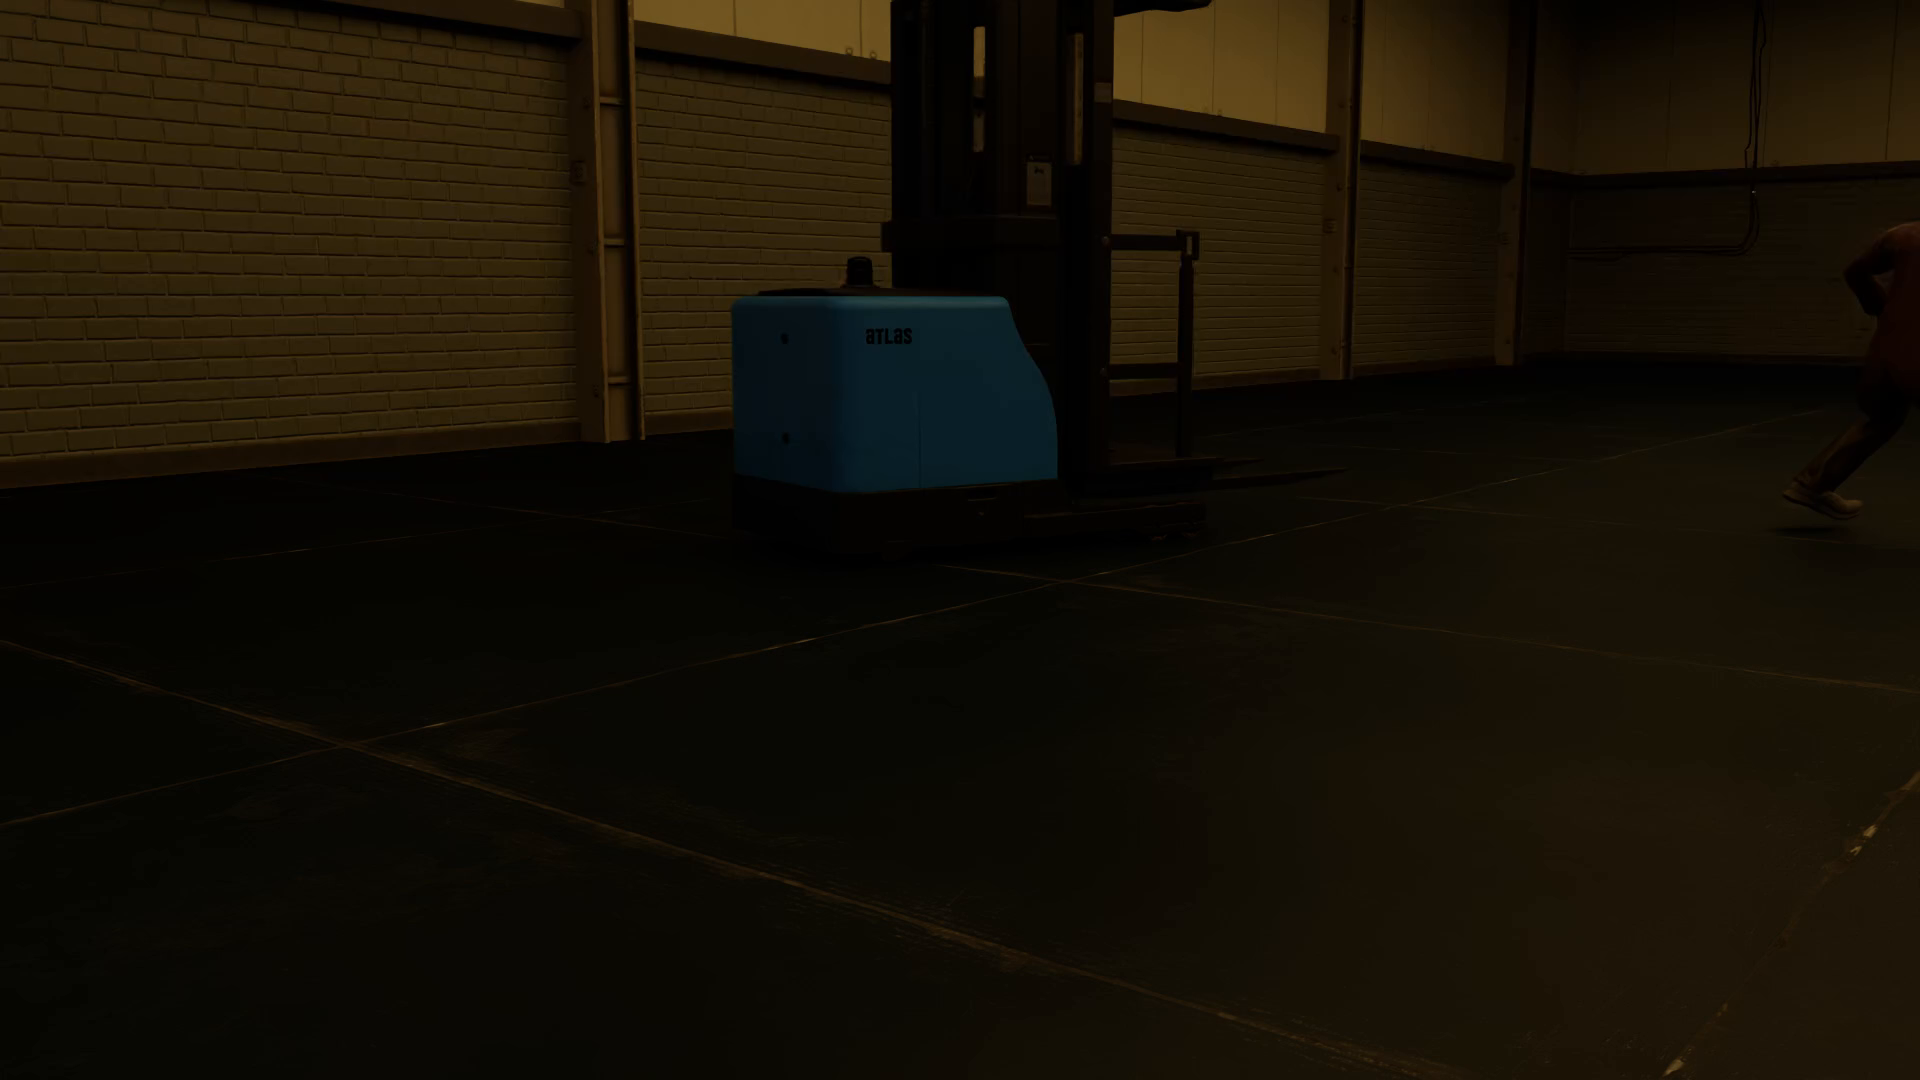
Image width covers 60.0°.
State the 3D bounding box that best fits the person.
[{"bbox_3d":[4.275,-0.741,7.226,0.618,1.713,1.192,-2,9,-14],"label":"person"}]

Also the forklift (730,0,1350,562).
[{"bbox_3d":[0.503,-1.502,7.545,3.031,2.935,1.130,-6,10,-34],"label":"forklift"}]
